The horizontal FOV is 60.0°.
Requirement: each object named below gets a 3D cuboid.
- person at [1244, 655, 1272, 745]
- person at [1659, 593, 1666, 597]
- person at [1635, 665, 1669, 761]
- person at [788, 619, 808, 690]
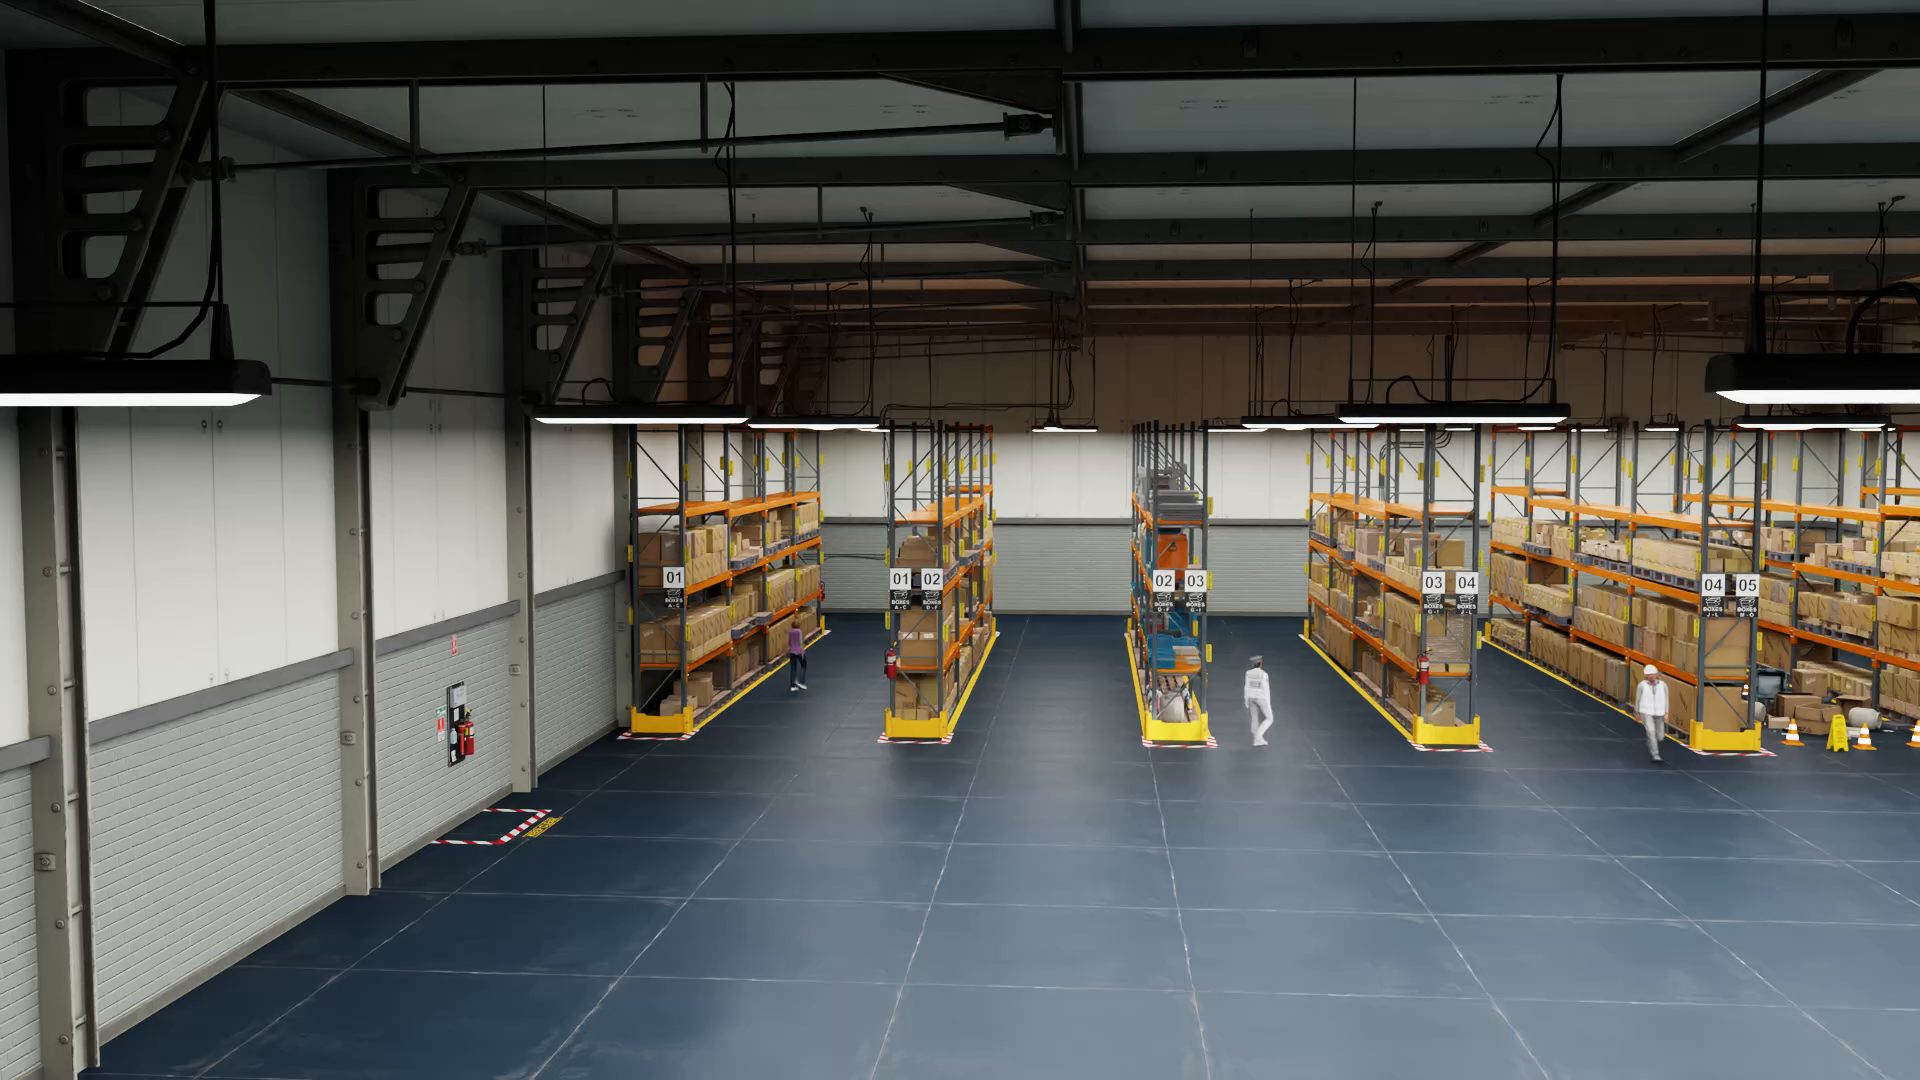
[{"bbox_3d":[5.459,2.960,30.592,0.585,1.667,0.461,3,5,44],"label":"person"},{"bbox_3d":[18.202,2.135,42.866,0.580,1.773,0.583,-1,4,-22],"label":"person"},{"bbox_3d":[12.258,3.032,29.405,0.530,1.663,1.018,1,4,9],"label":"person"},{"bbox_3d":[-3.686,2.575,37.243,0.431,1.607,0.514,1,4,17],"label":"person"}]
